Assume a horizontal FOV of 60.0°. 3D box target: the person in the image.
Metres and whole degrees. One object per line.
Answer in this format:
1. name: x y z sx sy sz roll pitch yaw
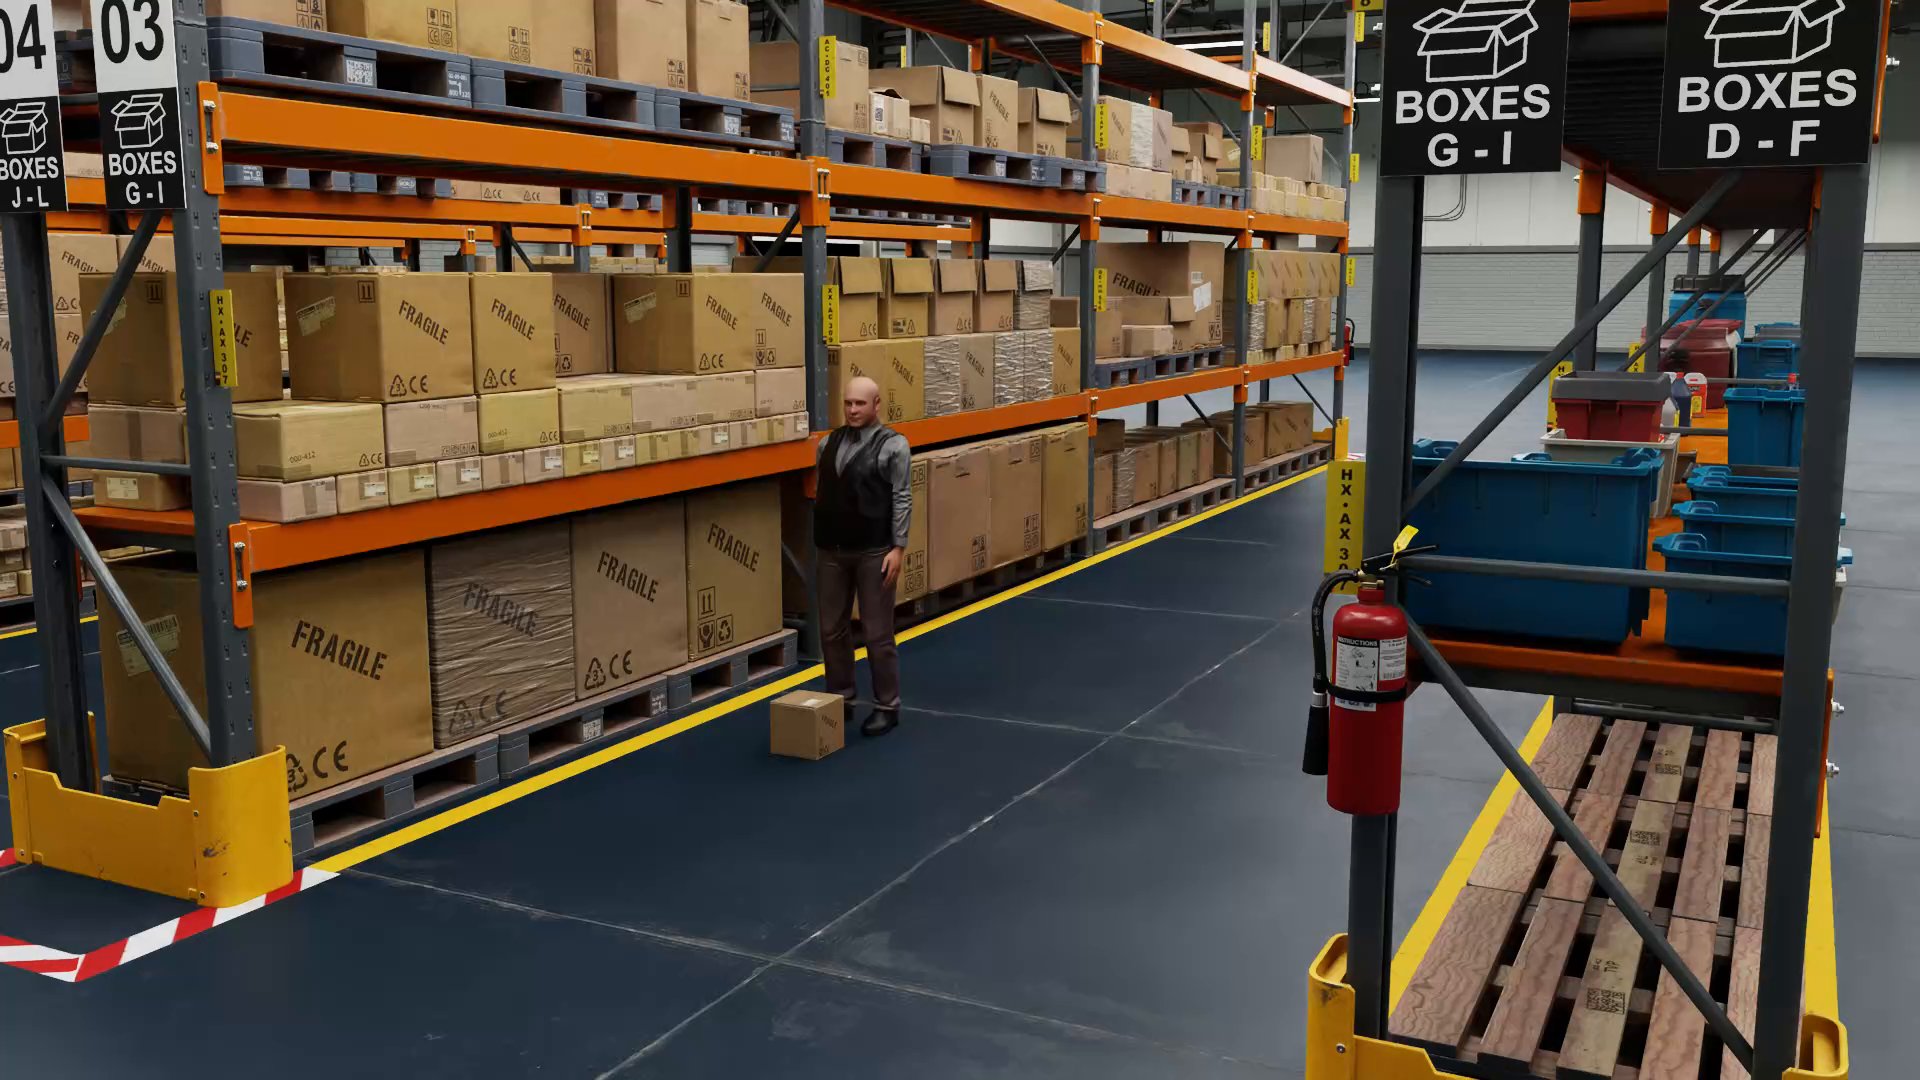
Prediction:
1. person: -0.482 0.072 8.026 0.533 1.717 0.347 5 10 27
